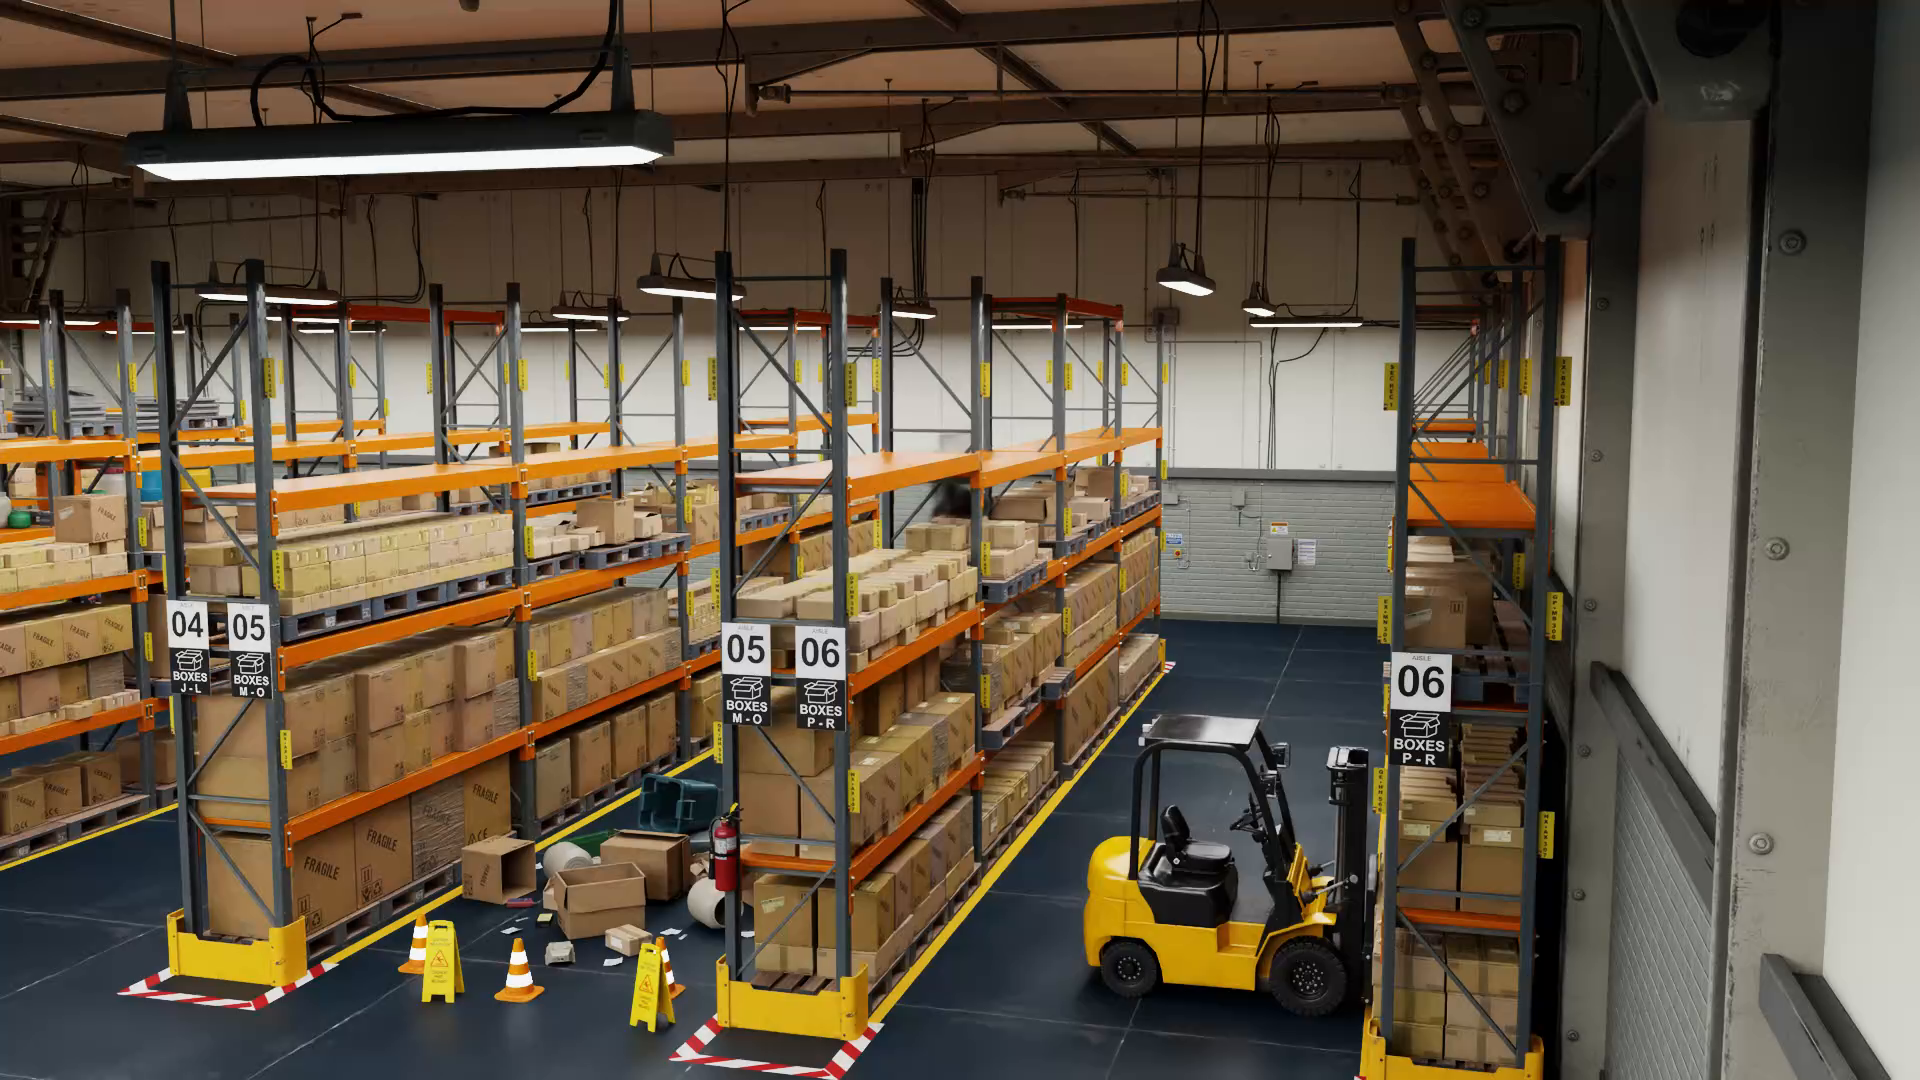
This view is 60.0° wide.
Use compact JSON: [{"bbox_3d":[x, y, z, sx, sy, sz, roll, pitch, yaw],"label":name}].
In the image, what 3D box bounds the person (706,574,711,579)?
[{"bbox_3d":[-4.087,0.939,27.913,0.603,0.806,0.539,2,6,17],"label":"person"}]
